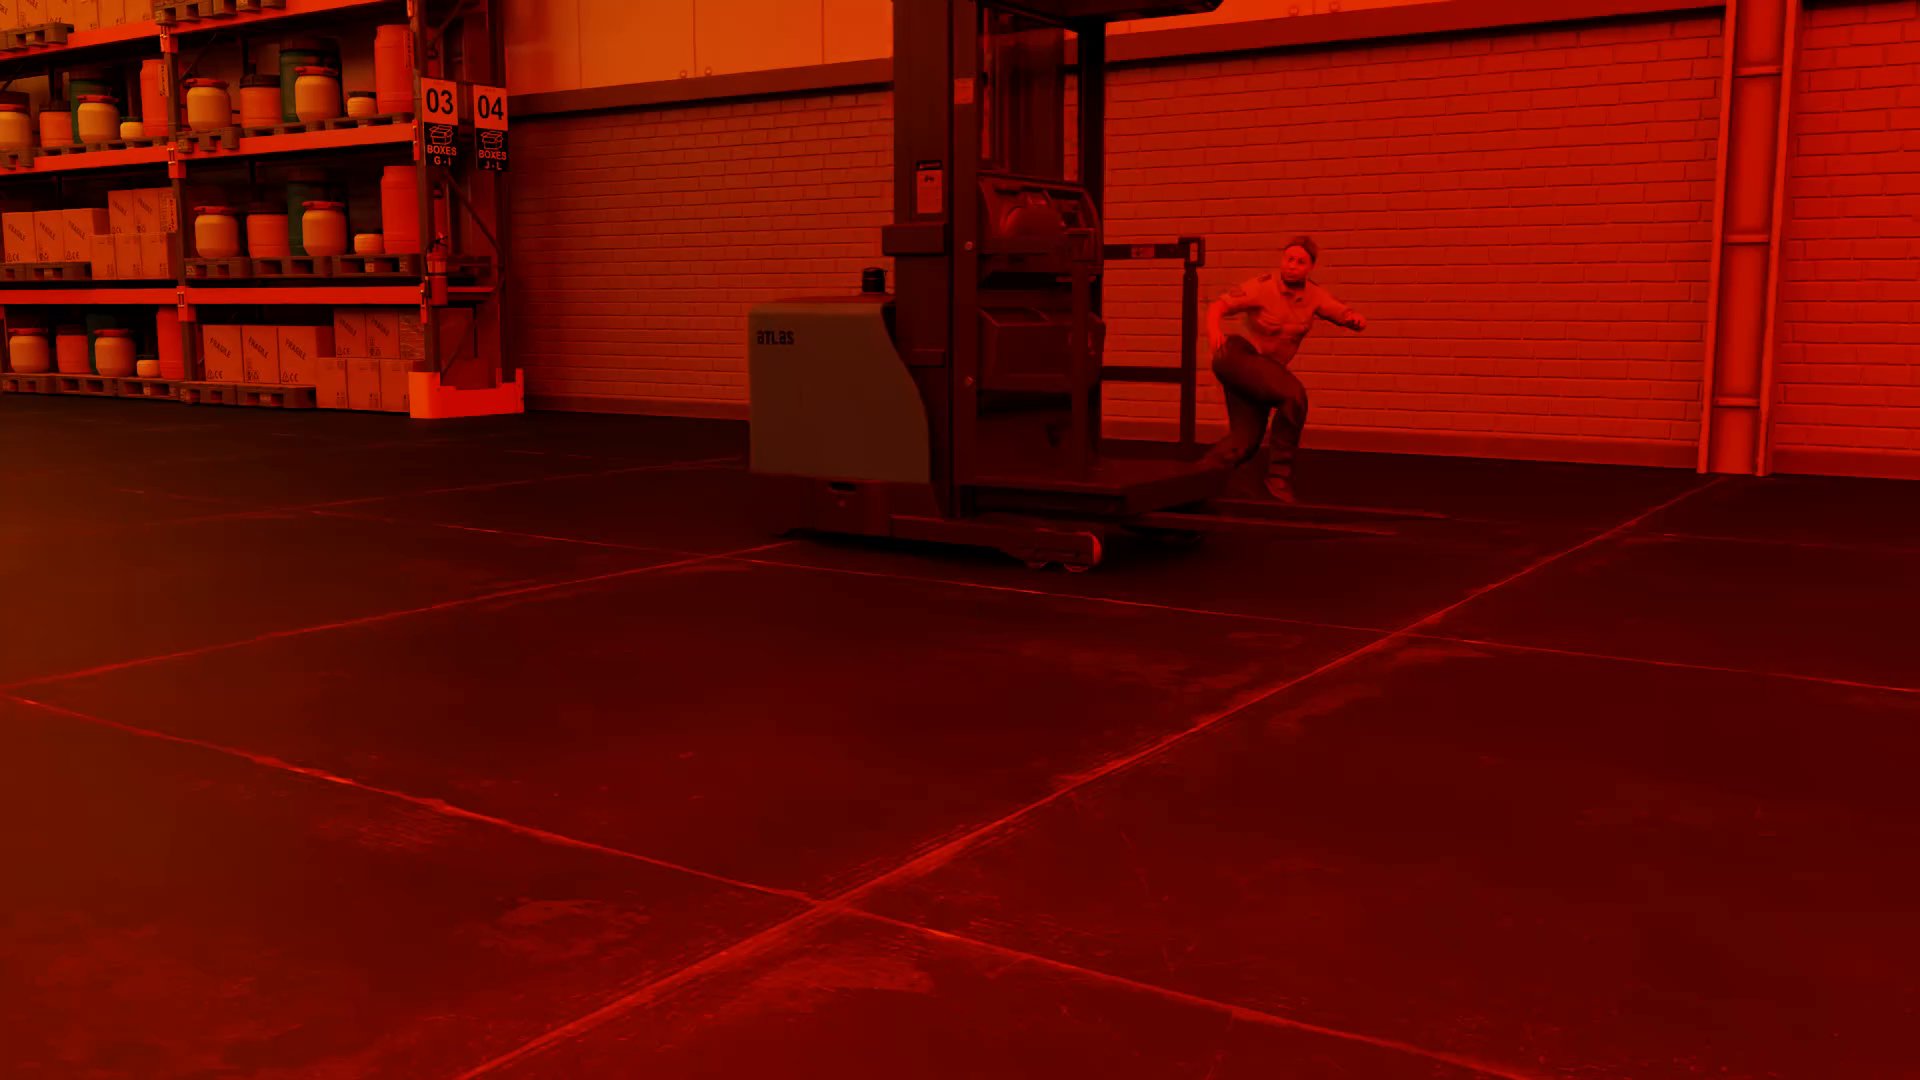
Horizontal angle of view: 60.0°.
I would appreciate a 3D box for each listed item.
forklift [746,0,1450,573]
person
[{"bbox_3d":[0.528,-1.405,7.072,3.031,2.935,1.130,5,10,33],"label":"forklift"},{"bbox_3d":[1.614,-0.854,8.597,0.922,1.418,0.878,-7,11,-40],"label":"person"}]
